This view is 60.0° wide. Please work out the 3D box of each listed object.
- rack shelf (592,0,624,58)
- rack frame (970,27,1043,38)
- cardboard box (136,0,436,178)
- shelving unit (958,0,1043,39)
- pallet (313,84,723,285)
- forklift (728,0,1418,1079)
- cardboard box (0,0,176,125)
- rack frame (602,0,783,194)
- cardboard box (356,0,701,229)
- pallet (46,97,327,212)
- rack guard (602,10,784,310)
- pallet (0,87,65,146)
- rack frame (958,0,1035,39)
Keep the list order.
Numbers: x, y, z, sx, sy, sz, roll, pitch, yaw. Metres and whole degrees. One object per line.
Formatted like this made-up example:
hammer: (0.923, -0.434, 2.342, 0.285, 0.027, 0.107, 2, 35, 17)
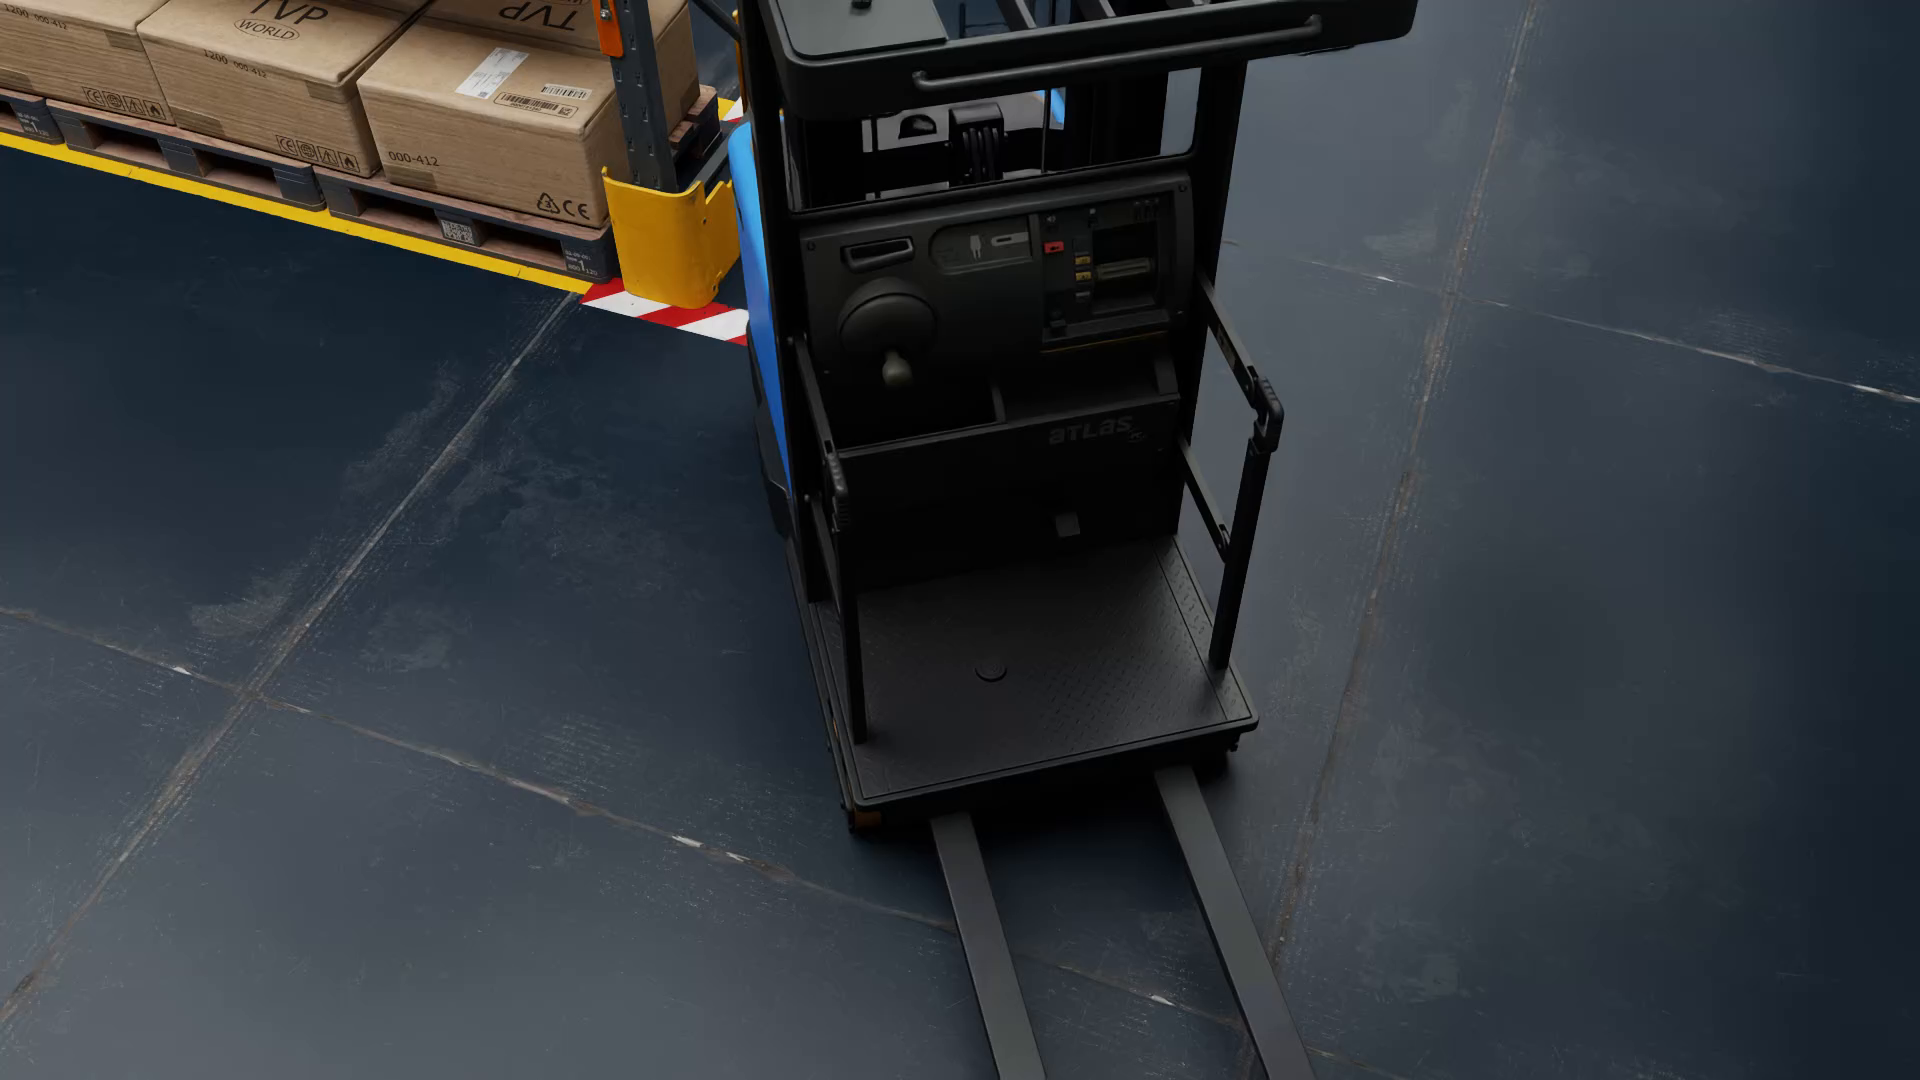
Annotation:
rack shelf: (-2.777, -2.549, 5.950, 4.000, 0.370, 1.077, 16, 51, 13)
rack frame: (0.142, -1.128, 5.429, 0.240, 1.200, 0.006, -8, 49, -8)
cardboard box: (-2.416, -1.894, 6.325, 0.875, 0.438, 0.875, 17, 51, 14)
shelving unit: (0.124, -1.195, 5.489, 0.258, 1.200, 0.189, -8, 49, -8)
pallet: (-1.678, -1.501, 6.411, 1.213, 0.211, 1.003, 16, 51, 13)
forklift: (0.151, -0.500, 3.743, 1.130, 2.935, 3.031, -11, 50, -9)
cardboard box: (-3.261, -2.132, 6.530, 0.875, 0.438, 0.875, 14, 51, 12)
rack frame: (-0.901, -2.260, 5.224, 0.127, 3.000, 1.000, 16, 51, 13)
cardboard box: (-1.555, -1.661, 6.122, 0.875, 0.438, 0.875, 14, 51, 12)
pallet: (-2.819, -1.822, 6.689, 1.213, 0.211, 1.003, 16, 51, 13)
rack guard: (-0.879, -1.435, 6.163, 0.348, 0.500, 1.175, 16, 51, 13)
pallet: (-3.967, -2.140, 6.965, 1.213, 0.211, 1.003, 16, 51, 13)
rack frame: (0.106, -1.263, 5.548, 0.240, 1.200, 0.006, -8, 49, -8)
